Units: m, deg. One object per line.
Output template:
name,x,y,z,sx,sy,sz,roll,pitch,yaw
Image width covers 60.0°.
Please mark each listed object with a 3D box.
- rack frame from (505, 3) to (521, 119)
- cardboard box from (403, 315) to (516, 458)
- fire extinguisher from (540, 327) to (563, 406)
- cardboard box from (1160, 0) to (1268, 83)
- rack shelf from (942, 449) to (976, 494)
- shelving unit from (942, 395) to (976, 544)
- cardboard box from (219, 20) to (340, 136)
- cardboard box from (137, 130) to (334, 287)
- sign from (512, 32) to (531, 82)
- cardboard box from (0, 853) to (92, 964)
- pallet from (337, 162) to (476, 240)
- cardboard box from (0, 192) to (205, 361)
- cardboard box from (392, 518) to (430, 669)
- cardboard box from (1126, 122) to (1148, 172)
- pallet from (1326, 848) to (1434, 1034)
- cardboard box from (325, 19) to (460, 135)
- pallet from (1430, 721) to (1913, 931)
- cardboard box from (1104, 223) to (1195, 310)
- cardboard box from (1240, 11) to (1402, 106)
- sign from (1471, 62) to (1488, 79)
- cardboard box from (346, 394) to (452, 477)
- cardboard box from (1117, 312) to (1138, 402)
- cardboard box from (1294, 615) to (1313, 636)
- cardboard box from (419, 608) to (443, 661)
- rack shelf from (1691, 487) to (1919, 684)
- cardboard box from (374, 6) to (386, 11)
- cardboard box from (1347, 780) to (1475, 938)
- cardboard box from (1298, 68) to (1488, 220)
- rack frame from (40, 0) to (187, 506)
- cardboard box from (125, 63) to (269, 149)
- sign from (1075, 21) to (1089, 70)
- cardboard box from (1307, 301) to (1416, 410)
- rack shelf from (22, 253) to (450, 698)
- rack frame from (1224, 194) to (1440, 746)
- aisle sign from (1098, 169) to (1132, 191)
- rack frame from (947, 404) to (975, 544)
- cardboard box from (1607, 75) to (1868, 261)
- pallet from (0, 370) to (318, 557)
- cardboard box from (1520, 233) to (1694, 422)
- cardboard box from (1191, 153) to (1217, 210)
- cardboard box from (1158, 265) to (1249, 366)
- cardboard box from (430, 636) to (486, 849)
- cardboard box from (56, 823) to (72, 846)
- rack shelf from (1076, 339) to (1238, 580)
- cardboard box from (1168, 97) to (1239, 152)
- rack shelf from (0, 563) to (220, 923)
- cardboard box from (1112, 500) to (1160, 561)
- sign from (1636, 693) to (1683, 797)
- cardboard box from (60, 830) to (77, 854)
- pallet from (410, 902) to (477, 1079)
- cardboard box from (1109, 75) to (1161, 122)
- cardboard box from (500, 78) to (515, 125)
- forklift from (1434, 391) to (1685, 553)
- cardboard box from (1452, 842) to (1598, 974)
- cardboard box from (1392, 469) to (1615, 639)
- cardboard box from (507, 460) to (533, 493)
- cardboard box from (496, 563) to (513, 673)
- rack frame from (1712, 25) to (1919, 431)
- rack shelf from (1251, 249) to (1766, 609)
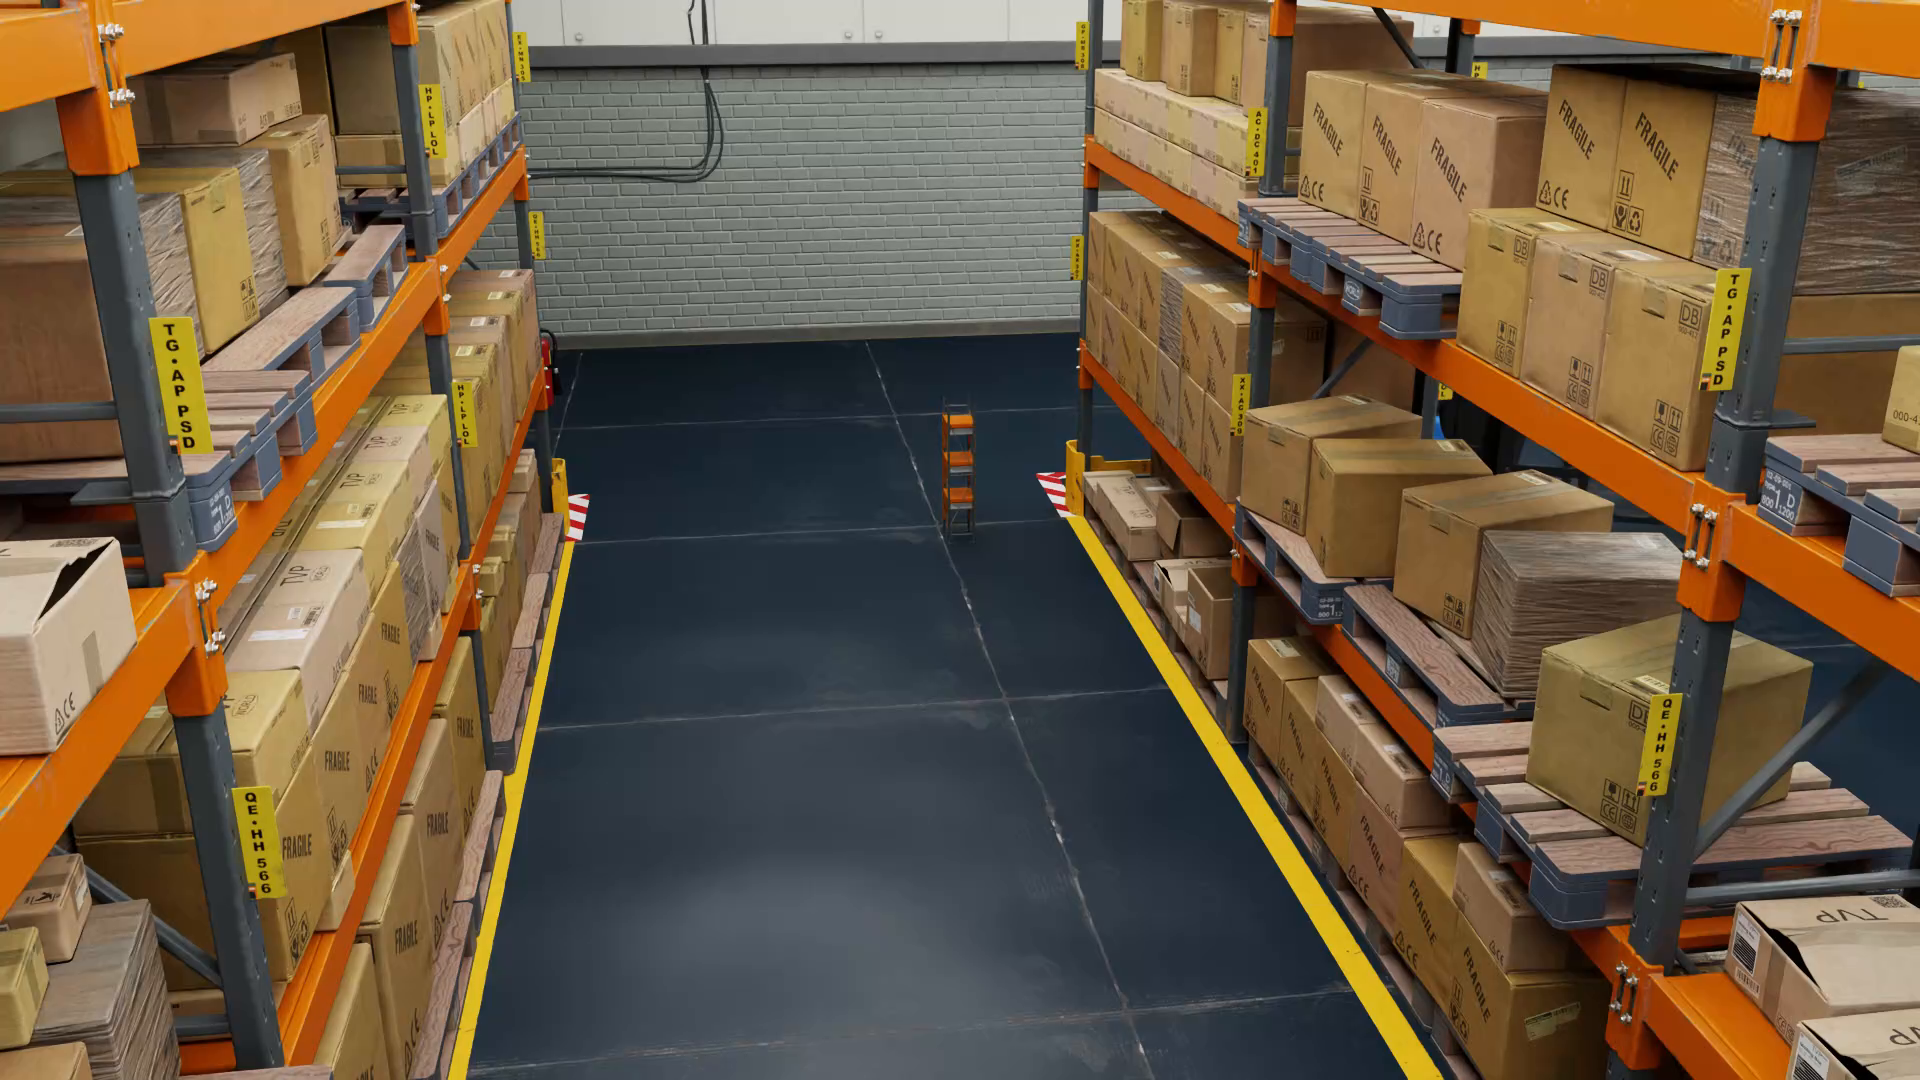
rack frame,-3.498,-4.261,10.764,1.000,3.000,0.127,-3,21,-8
cardboard box,-3.198,-0.900,9.909,0.980,0.700,0.700,-4,21,-10
fire extinguisher,-3.063,-1.315,12.095,0.296,0.674,0.183,-3,21,-8
cardboard box,1.660,-3.100,10.371,0.700,0.500,0.500,-3,21,-8
rack shelf,-0.008,-0.500,12.086,0.215,0.259,0.240,-3,21,-8
shelving unit,-0.008,-0.510,12.082,0.215,1.050,0.252,-3,21,-8
cardboard box,-3.253,-2.226,8.001,0.500,0.500,0.500,-3,21,-8
cardboard box,-2.759,-1.224,6.149,0.700,0.500,0.500,-3,21,-9
sign,-2.959,-3.256,11.208,0.100,0.325,0.005,-3,21,-8
cardboard box,-2.265,0.880,3.874,0.380,0.149,0.250,-6,21,-15
pallet,-3.029,-1.713,8.356,1.003,0.211,1.213,-3,21,-8
cardboard box,-2.600,-0.685,4.704,0.700,0.500,0.500,-4,21,-11
cardboard box,-2.458,0.236,6.700,0.500,0.500,0.500,-3,21,-8
cardboard box,1.359,-2.499,10.548,0.500,0.250,0.500,-3,21,-8
pallet,2.314,1.692,7.384,1.003,0.211,1.213,-3,21,-8
cardboard box,-2.747,-2.257,8.084,0.500,0.500,0.500,-3,21,-8
pallet,2.389,0.927,5.723,1.213,0.211,1.003,-3,21,-8
cardboard box,1.289,-1.870,11.363,0.500,0.500,0.500,-3,21,-7
cardboard box,1.940,-2.584,8.989,0.700,0.500,0.500,-3,21,-8
sign,2.529,-2.178,8.172,0.100,0.325,0.005,-3,21,-8
cardboard box,-2.601,-0.464,7.503,0.500,0.250,0.500,-2,21,-6
cardboard box,1.356,-1.230,11.078,0.500,0.500,0.500,-3,21,-8
cardboard box,2.134,0.580,9.590,0.500,0.311,0.500,-3,21,-8
cardboard box,-2.444,0.412,7.157,0.380,0.149,0.250,-3,21,-8
rack shelf,2.845,0.692,2.817,1.077,0.370,4.000,-3,21,-8
cardboard box,-3.489,-2.758,9.425,0.500,0.500,0.500,-3,21,-8
cardboard box,2.033,1.360,7.231,0.500,0.500,0.500,-4,21,-10
cardboard box,1.980,-1.835,7.668,0.600,0.600,0.600,-5,21,-13
rack frame,-2.345,-1.491,3.348,1.000,3.000,0.127,-3,21,-8
cardboard box,-2.830,-1.574,6.012,0.500,0.250,0.500,-4,21,-9
sign,0.866,-3.489,11.735,0.100,0.325,0.005,-3,21,-8
cardboard box,2.191,-1.010,9.060,0.500,0.500,0.500,-2,21,-6
rack shelf,-2.633,-0.442,5.853,1.077,0.370,4.000,-3,21,-8
rack frame,1.980,-0.317,8.778,1.000,3.000,0.127,-3,21,-8
aisle sign,1.103,-2.929,12.055,0.394,0.787,0.004,-3,21,-8
rack frame,0.010,-0.468,11.969,0.200,1.050,0.008,-3,21,-8
cardboard box,2.426,-1.181,5.231,0.500,0.500,0.500,-3,21,-8
pallet,-2.490,-0.218,4.496,1.213,0.211,1.003,-2,21,-5
cardboard box,2.387,-0.710,5.400,0.910,0.500,0.500,-3,21,-8
cardboard box,1.585,-1.981,9.159,0.500,0.250,0.500,-3,21,-8
cardboard box,1.502,-1.346,9.961,0.500,0.500,0.500,-3,21,-7
cardboard box,-2.699,0.963,7.823,0.750,0.750,0.750,-3,21,-7
cardboard box,-2.667,0.628,4.579,0.500,0.250,0.500,-2,21,-6
rack shelf,1.692,-0.673,10.758,1.077,0.370,4.000,-3,21,-8
cardboard box,1.503,-2.387,9.534,0.500,0.250,0.500,-3,21,-8
rack shelf,-2.056,0.943,2.145,1.077,0.370,4.000,-3,21,-8
cardboard box,1.345,-0.071,11.421,0.500,0.250,0.500,-3,21,-8
sign,2.021,0.593,4.799,0.100,0.325,0.005,-3,21,-8
cardboard box,-2.674,0.973,4.727,0.500,0.500,0.500,-3,21,-7
pallet,-2.556,1.927,6.755,1.003,0.211,1.213,-3,21,-8
cardboard box,1.285,-2.907,10.924,0.500,0.250,0.500,-3,21,-8
cardboard box,-3.130,-2.789,10.581,0.500,0.250,0.500,-2,21,-6
forklift,4.101,-1.307,11.527,3.031,2.935,1.130,5,21,14
cardboard box,2.177,1.350,6.186,0.500,0.250,0.500,-2,21,-6
cardboard box,2.296,0.048,7.058,0.700,0.500,0.500,-8,22,-21
cardboard box,-3.062,-0.419,11.097,0.380,0.149,0.250,-2,21,-6
cardboard box,-2.997,0.470,9.643,0.700,0.500,0.500,-3,21,-8
rack frame,2.557,-1.743,4.020,1.000,3.000,0.127,-3,21,-8
rack shelf,2.268,-0.693,6.525,1.077,0.370,4.000,-3,21,-8
